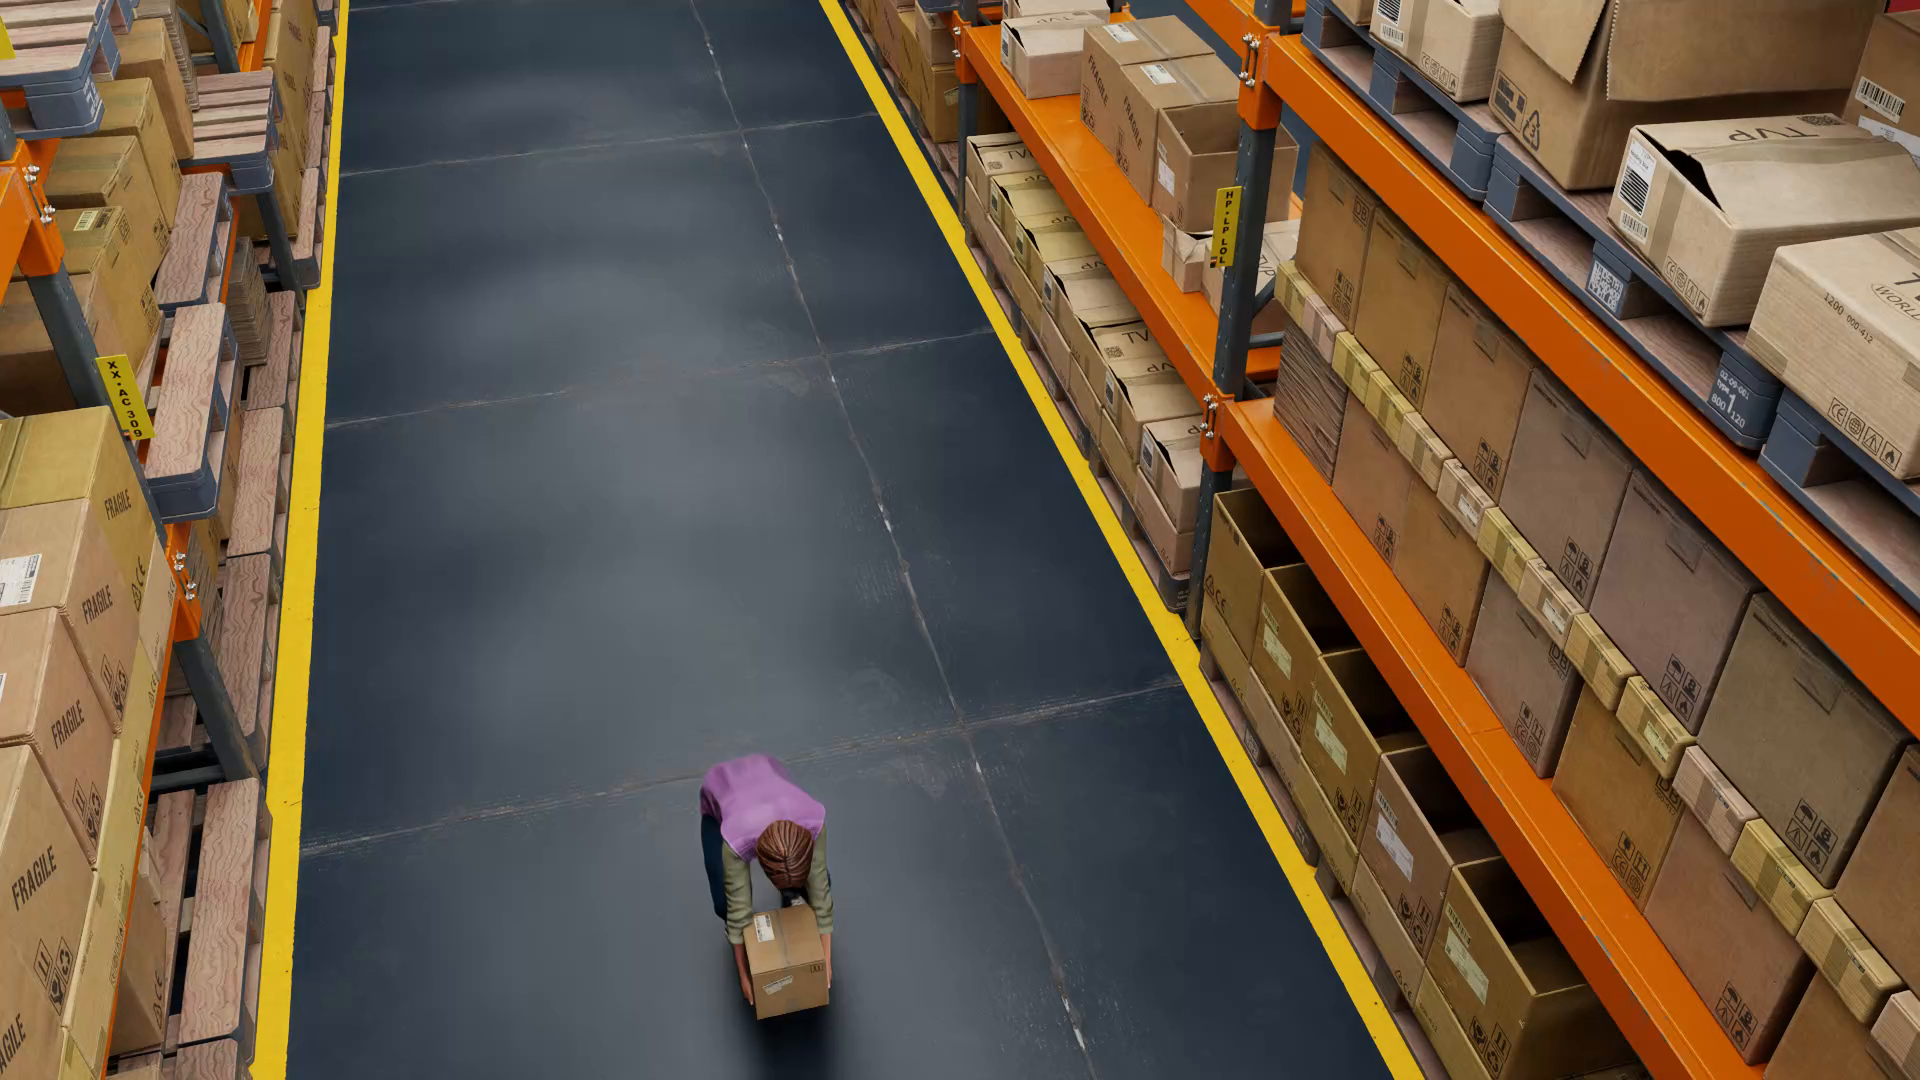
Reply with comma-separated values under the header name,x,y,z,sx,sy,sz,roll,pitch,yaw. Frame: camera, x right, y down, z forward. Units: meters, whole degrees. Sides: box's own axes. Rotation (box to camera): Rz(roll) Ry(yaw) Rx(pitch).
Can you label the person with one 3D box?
name,x,y,z,sx,sy,sz,roll,pitch,yaw
person,-0.680,1.140,5.864,0.422,0.895,0.838,-11,40,-13
